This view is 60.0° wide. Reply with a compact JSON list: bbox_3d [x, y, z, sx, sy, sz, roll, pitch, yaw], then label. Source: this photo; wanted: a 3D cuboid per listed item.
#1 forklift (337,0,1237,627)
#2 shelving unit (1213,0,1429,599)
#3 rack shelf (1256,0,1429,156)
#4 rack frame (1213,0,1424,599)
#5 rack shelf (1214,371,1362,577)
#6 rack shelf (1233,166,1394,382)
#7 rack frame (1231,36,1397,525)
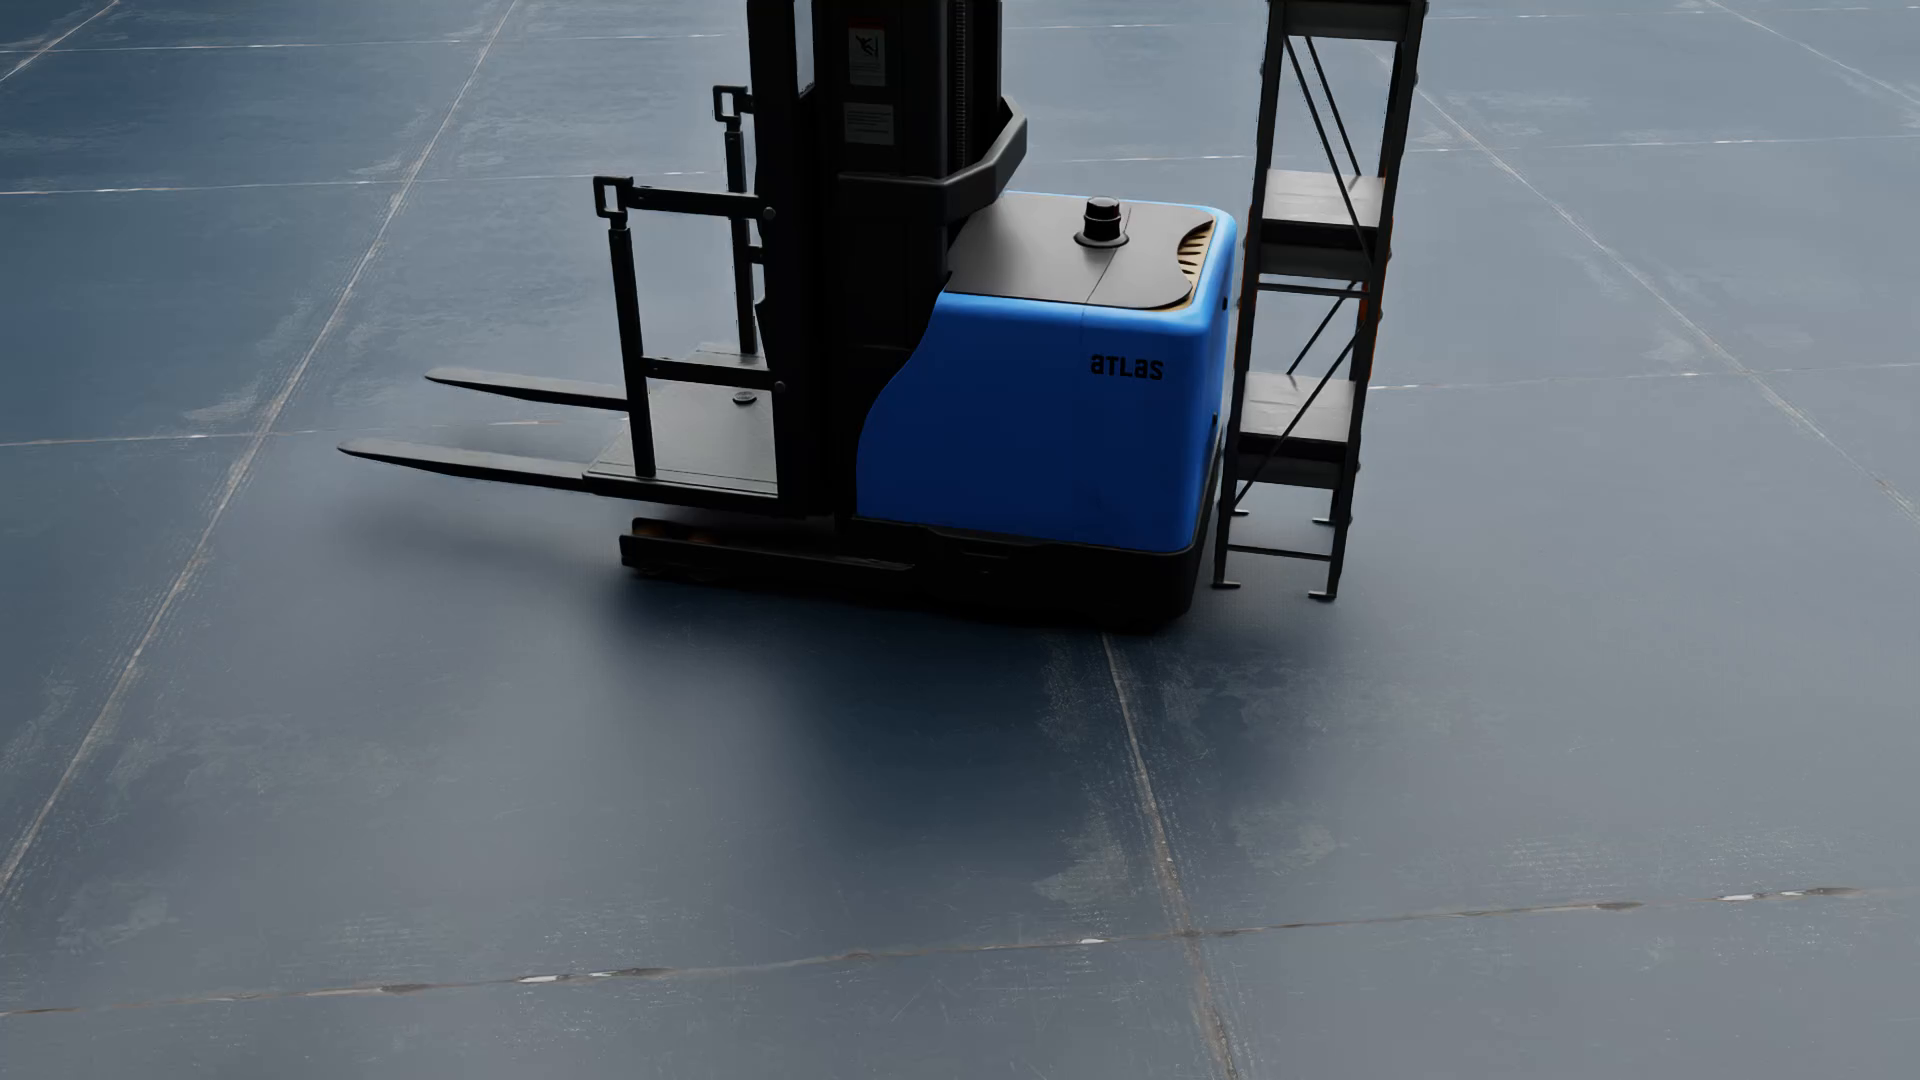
[{"bbox_3d":[-0.647,-1.376,5.195,3.031,2.935,1.130,7,32,12],"label":"forklift"},{"bbox_3d":[1.092,-0.857,5.133,0.431,2.100,0.503,7,31,10],"label":"shelving unit"},{"bbox_3d":[1.097,-1.445,4.780,0.431,0.518,0.480,7,31,10],"label":"rack shelf"},{"bbox_3d":[1.041,-0.734,4.928,0.400,2.100,0.015,7,31,10],"label":"rack frame"},{"bbox_3d":[1.086,-0.245,5.500,0.431,0.518,0.480,7,31,10],"label":"rack shelf"},{"bbox_3d":[1.092,-0.845,5.140,0.431,0.518,0.480,7,31,10],"label":"rack shelf"},{"bbox_3d":[1.142,-0.979,5.338,0.400,2.100,0.015,7,31,10],"label":"rack frame"}]
